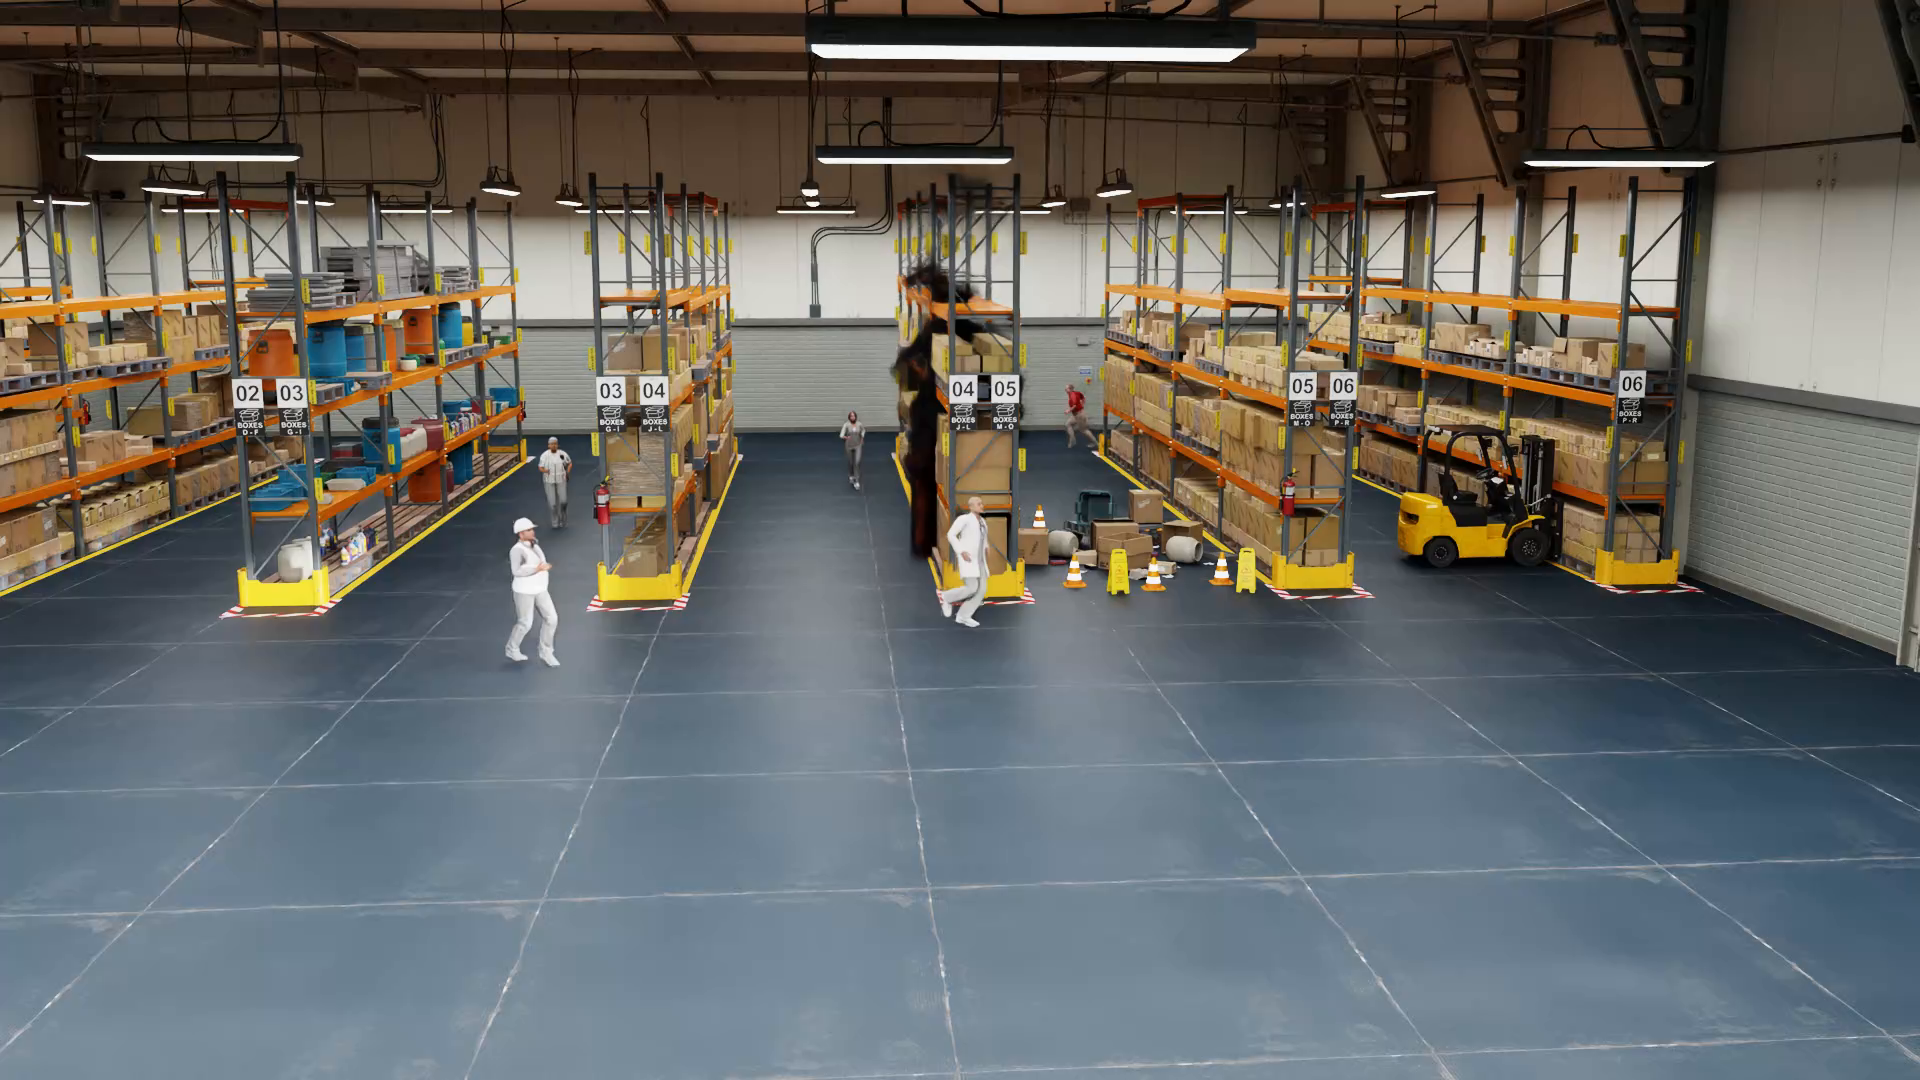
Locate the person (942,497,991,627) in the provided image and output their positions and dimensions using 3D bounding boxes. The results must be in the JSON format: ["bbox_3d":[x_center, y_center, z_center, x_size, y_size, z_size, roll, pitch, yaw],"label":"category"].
[{"bbox_3d":[0.132,0.265,22.352,0.634,1.699,0.723,8,13,37],"label":"person"}]

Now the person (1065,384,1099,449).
[{"bbox_3d":[3.034,-3.076,41.501,0.851,1.635,0.675,1,10,7],"label":"person"}]

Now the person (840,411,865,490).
[{"bbox_3d":[-2.238,-1.892,34.729,0.539,1.587,0.873,-1,10,-7],"label":"person"}]

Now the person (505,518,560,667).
[{"bbox_3d":[-5.155,0.644,19.964,0.729,1.831,0.640,4,11,23],"label":"person"}]

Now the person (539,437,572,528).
[{"bbox_3d":[-7.219,-1.014,29.726,0.589,1.647,0.590,-3,10,-14],"label":"person"}]
